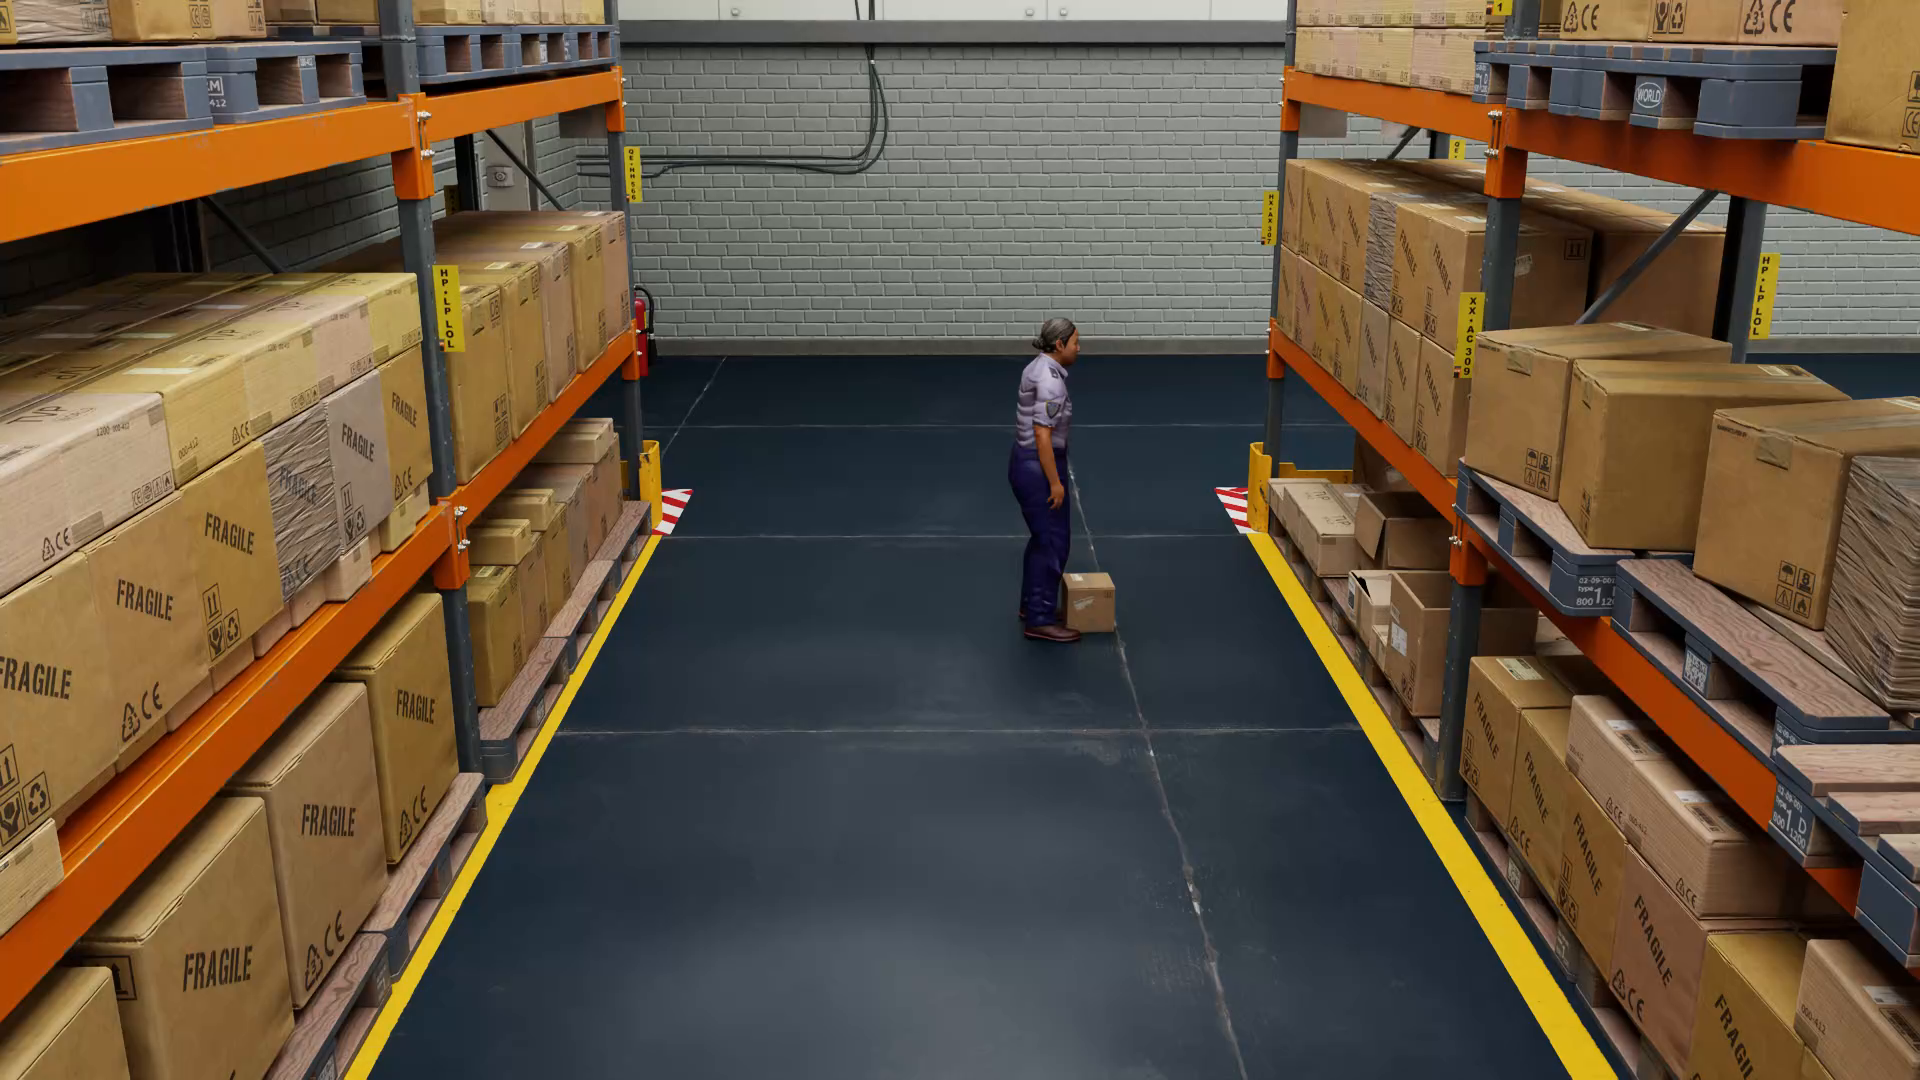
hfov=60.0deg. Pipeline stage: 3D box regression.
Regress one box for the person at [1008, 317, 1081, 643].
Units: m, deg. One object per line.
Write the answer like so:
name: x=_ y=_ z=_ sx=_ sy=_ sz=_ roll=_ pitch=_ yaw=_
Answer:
person: x=0.440 y=-0.330 z=8.623 sx=0.369 sy=1.650 sz=0.556 roll=-1 pitch=17 yaw=-4
